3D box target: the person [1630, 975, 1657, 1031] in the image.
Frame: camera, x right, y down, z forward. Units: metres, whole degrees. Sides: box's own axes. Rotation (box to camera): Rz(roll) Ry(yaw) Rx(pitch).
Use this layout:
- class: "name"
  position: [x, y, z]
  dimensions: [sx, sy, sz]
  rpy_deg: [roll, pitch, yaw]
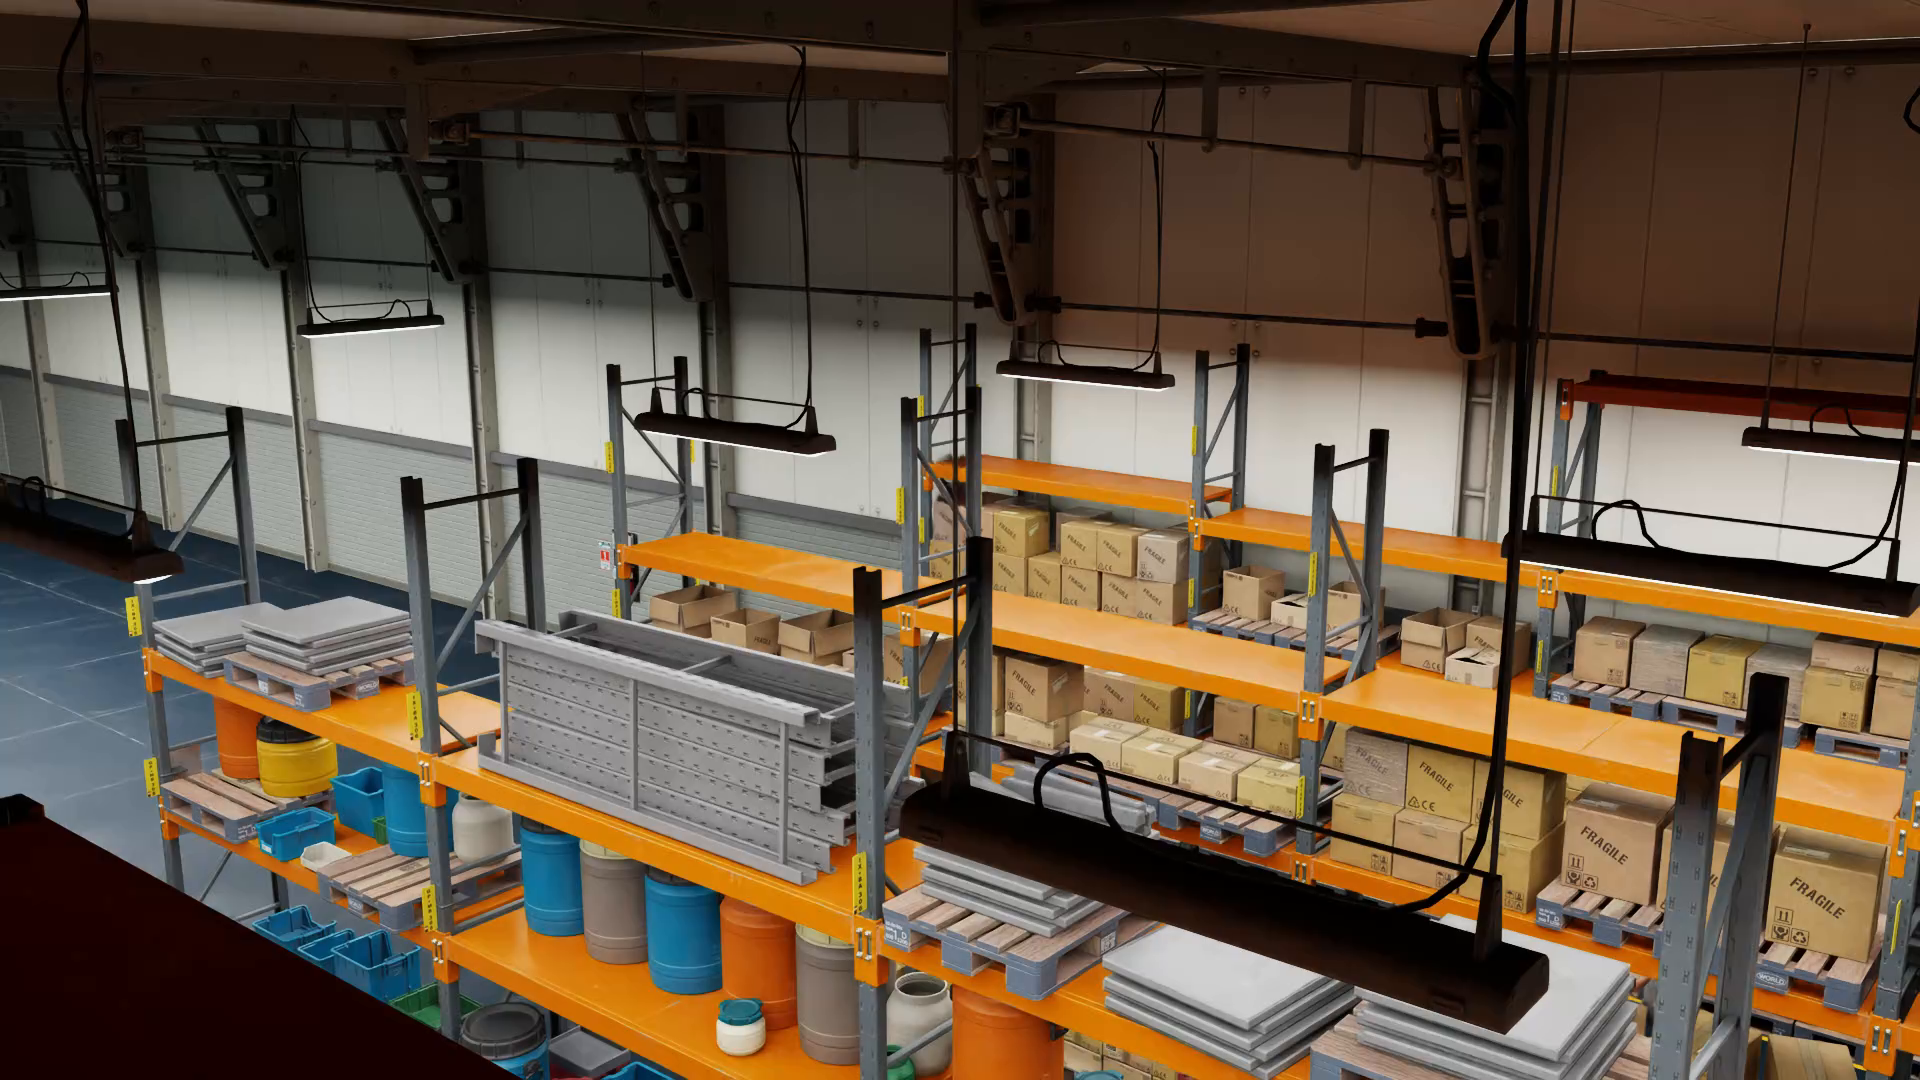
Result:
- class: "person"
  position: [6.061, 4.020, 14.649]
  dimensions: [1.049, 1.608, 0.468]
  rpy_deg: [10, 16, 39]
